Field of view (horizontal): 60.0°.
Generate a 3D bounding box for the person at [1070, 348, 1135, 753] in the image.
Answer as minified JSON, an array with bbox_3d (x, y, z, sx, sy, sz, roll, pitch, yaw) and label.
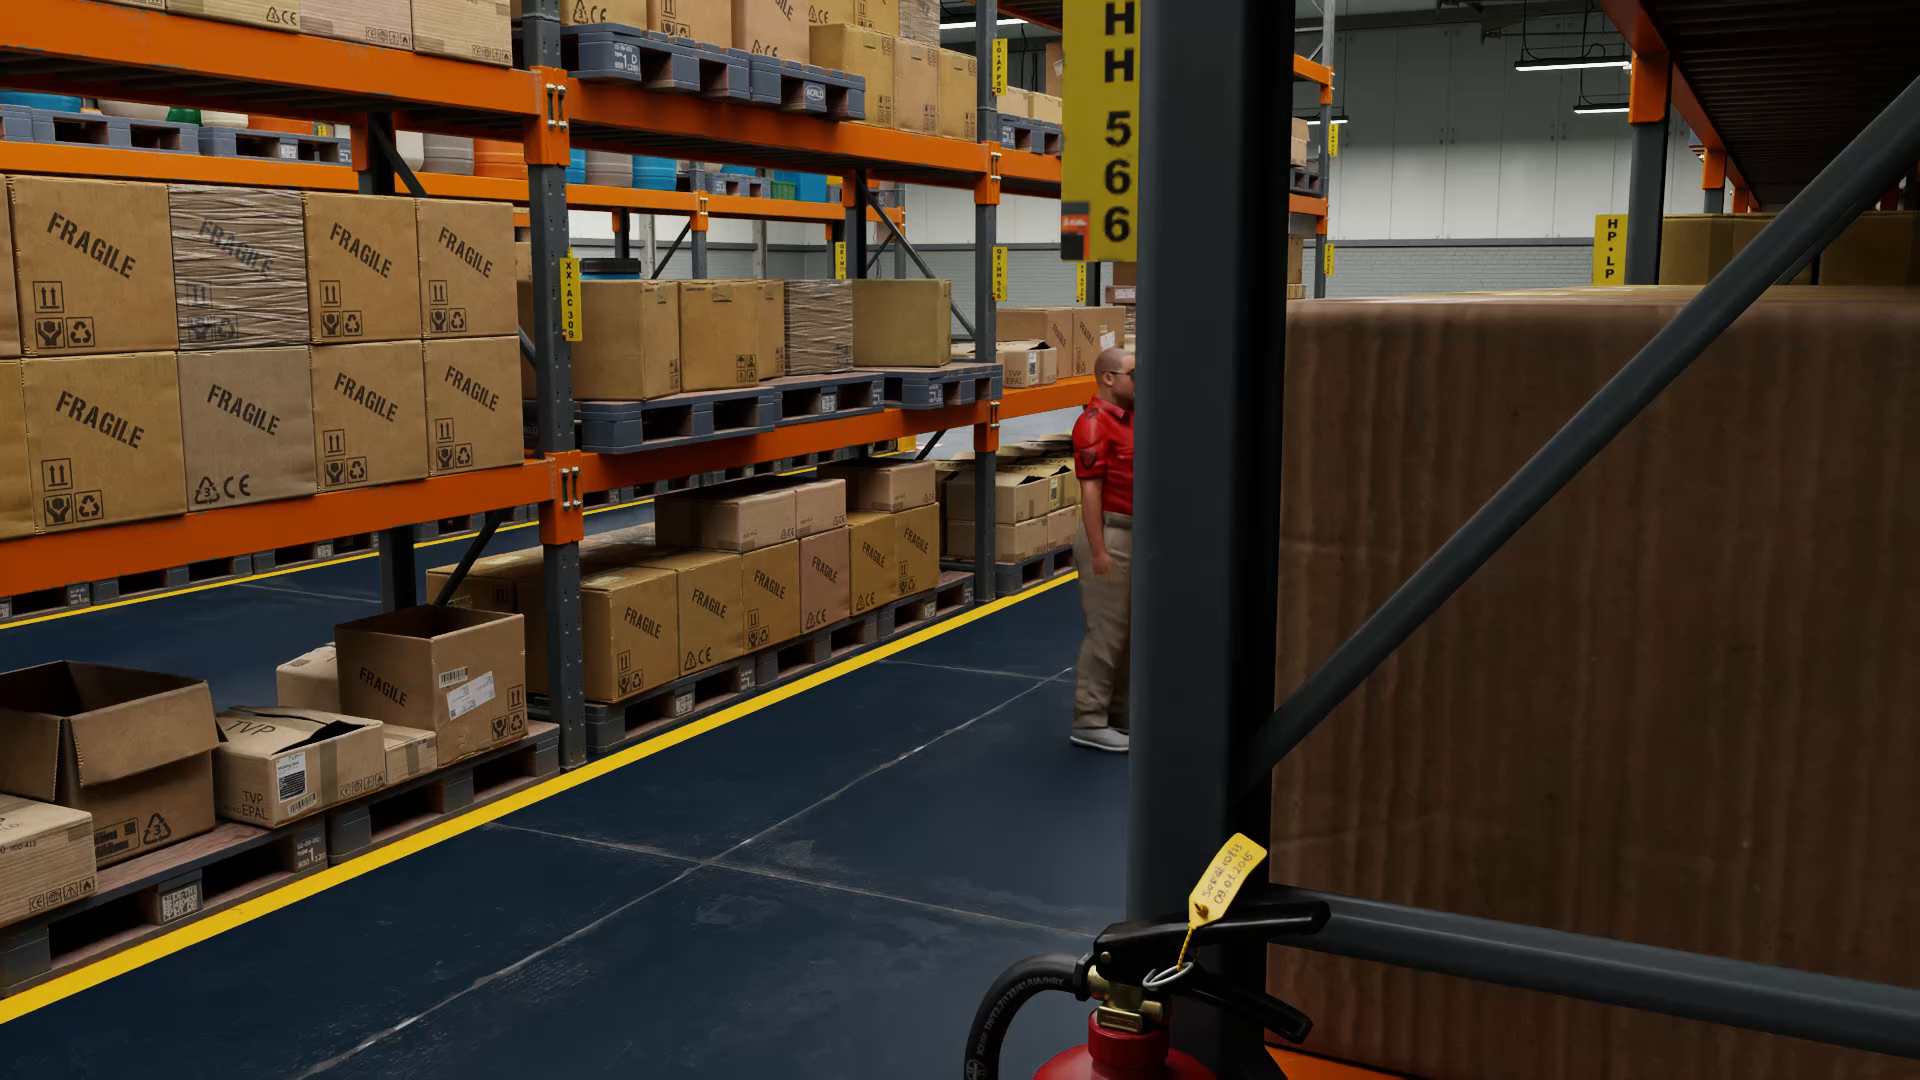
[{"bbox_3d":[0.708,0.035,7.224,0.352,1.727,0.527,5,10,27],"label":"person"}]
